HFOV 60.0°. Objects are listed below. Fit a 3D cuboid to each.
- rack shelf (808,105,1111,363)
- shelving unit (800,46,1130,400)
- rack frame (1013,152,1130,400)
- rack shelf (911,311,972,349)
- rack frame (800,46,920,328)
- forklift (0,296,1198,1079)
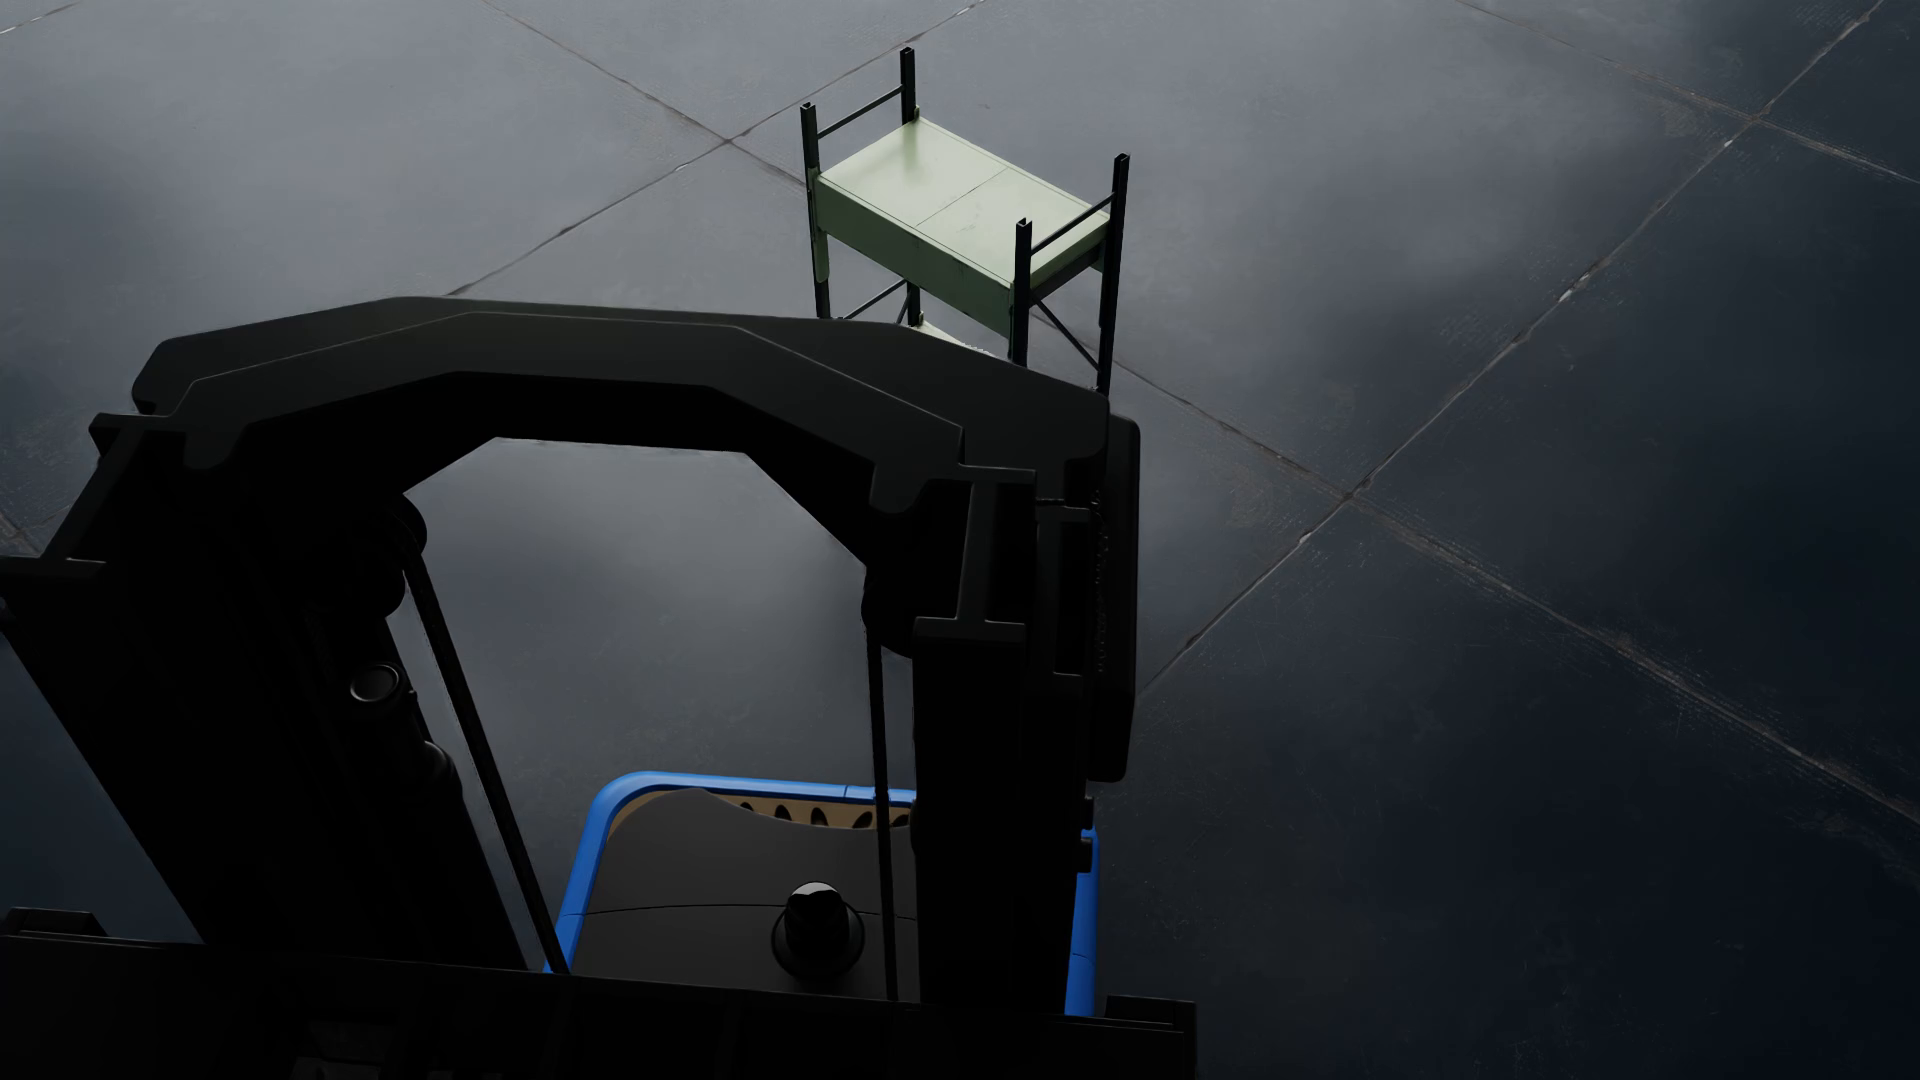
[{"bbox_3d":[0.005,-0.777,4.416,0.720,0.370,0.431,34,55,28],"label":"rack shelf"},{"bbox_3d":[0.005,-0.510,4.700,0.755,1.500,0.431,34,55,28],"label":"shelving unit"},{"bbox_3d":[0.274,-0.329,4.530,0.023,1.500,0.400,34,55,28],"label":"rack frame"},{"bbox_3d":[0.005,-0.287,4.938,0.720,0.370,0.431,34,55,28],"label":"rack shelf"},{"bbox_3d":[-0.264,-0.691,4.870,0.023,1.500,0.400,34,55,28],"label":"rack frame"},{"bbox_3d":[-0.358,1.295,2.024,1.130,2.935,3.031,4,47,3],"label":"forklift"}]
